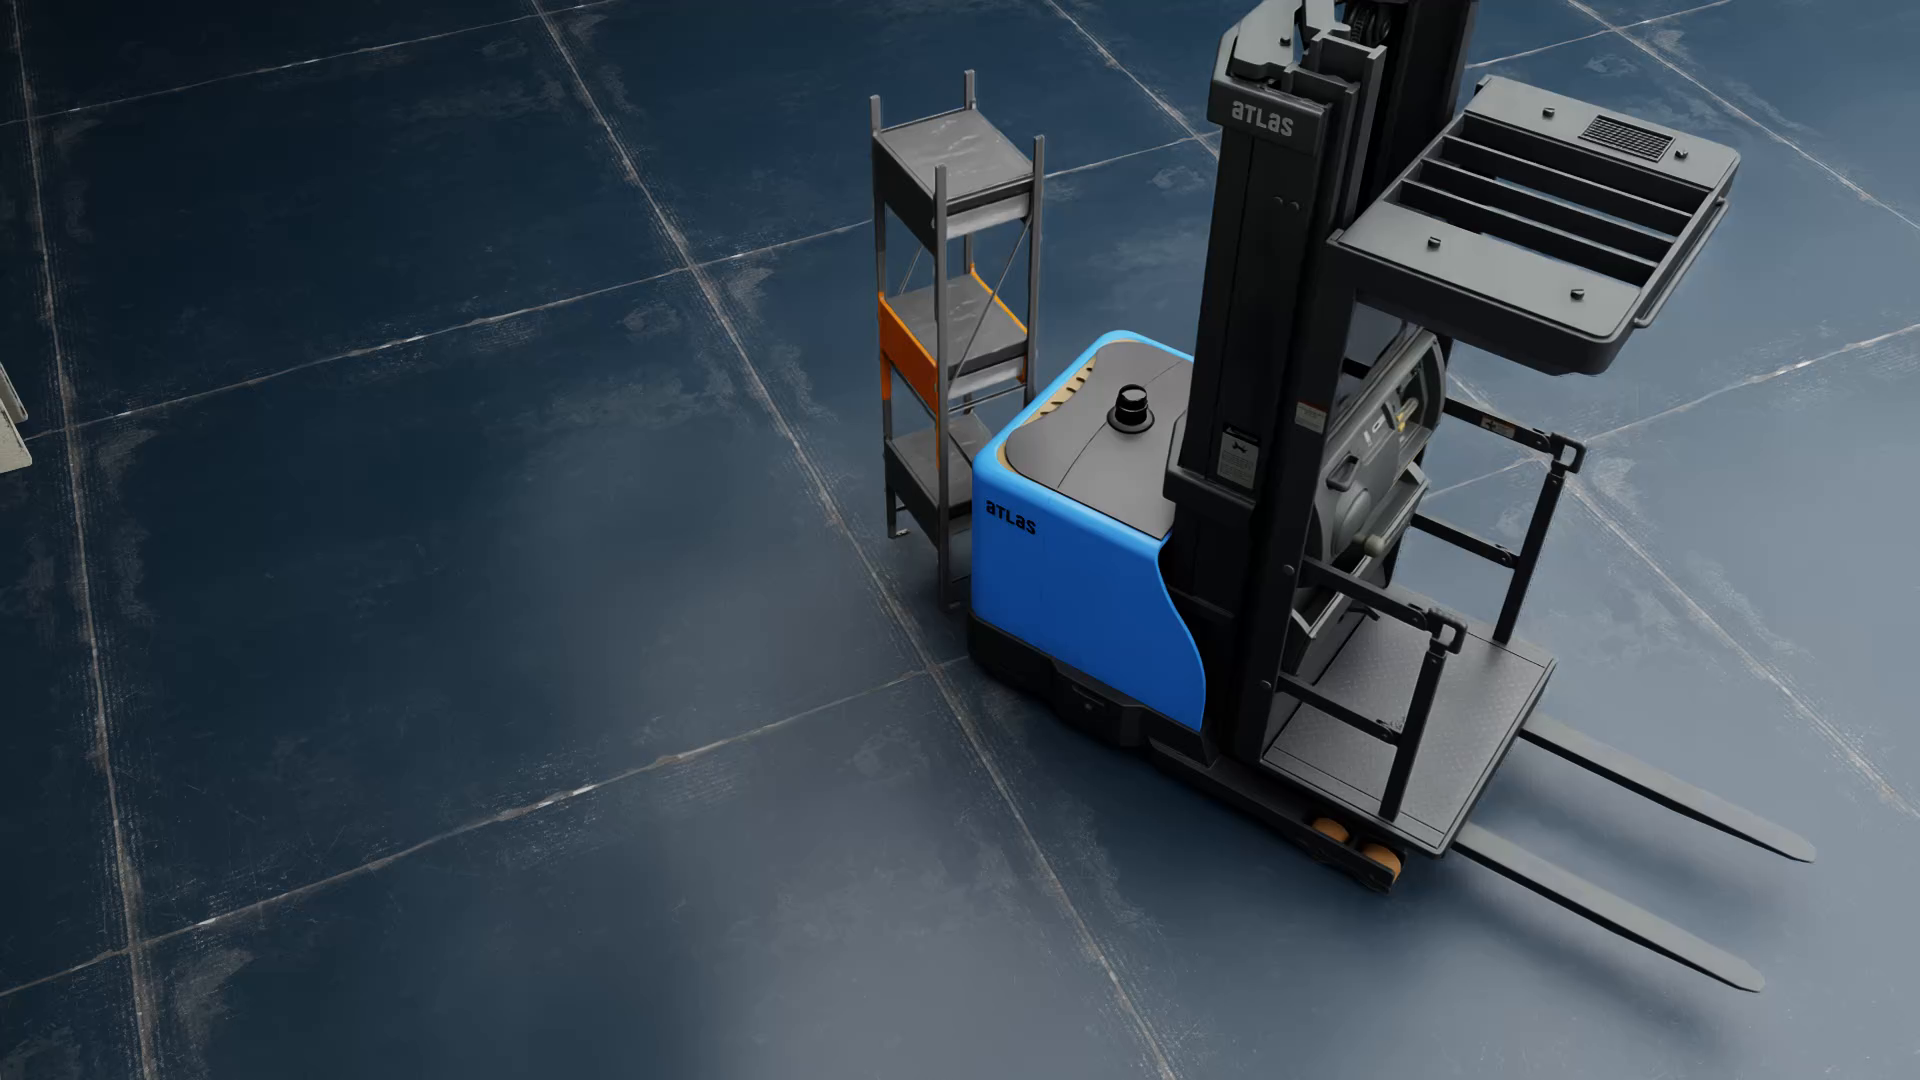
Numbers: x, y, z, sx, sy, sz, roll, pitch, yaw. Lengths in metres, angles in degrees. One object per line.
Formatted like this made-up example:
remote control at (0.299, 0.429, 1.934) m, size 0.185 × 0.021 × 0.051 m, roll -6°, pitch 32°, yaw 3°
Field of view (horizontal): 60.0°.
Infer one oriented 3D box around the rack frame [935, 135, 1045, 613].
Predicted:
rack frame at (0.100, -0.519, 6.149) m, size 0.400 × 2.100 × 0.015 m, roll -20°, pitch 48°, yaw -20°

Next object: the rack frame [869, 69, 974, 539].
rack frame at (-0.129, -0.821, 6.456) m, size 0.400 × 2.100 × 0.015 m, roll -20°, pitch 48°, yaw -20°

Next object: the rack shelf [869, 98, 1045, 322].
rack shelf at (-0.015, -1.159, 5.821) m, size 0.431 × 0.518 × 0.480 m, roll -20°, pitch 48°, yaw -20°

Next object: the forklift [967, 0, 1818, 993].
forklift at (1.524, -0.239, 5.275) m, size 3.031 × 2.935 × 1.130 m, roll 26°, pitch 50°, yaw 24°

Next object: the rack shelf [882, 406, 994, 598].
rack shelf at (-0.015, -0.162, 6.804) m, size 0.431 × 0.518 × 0.480 m, roll -20°, pitch 48°, yaw -20°

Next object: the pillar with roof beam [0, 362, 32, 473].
pillar with roof beam at (-0.481, -4.893, 5.671) m, size 9.100 × 9.000 × 0.400 m, roll -18°, pitch 47°, yaw -17°

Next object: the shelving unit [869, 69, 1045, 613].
shelving unit at (-0.015, -0.670, 6.303) m, size 0.431 × 2.100 × 0.503 m, roll -20°, pitch 48°, yaw -20°

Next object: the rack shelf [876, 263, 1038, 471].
rack shelf at (-0.015, -0.660, 6.312) m, size 0.431 × 0.518 × 0.480 m, roll -20°, pitch 48°, yaw -20°
